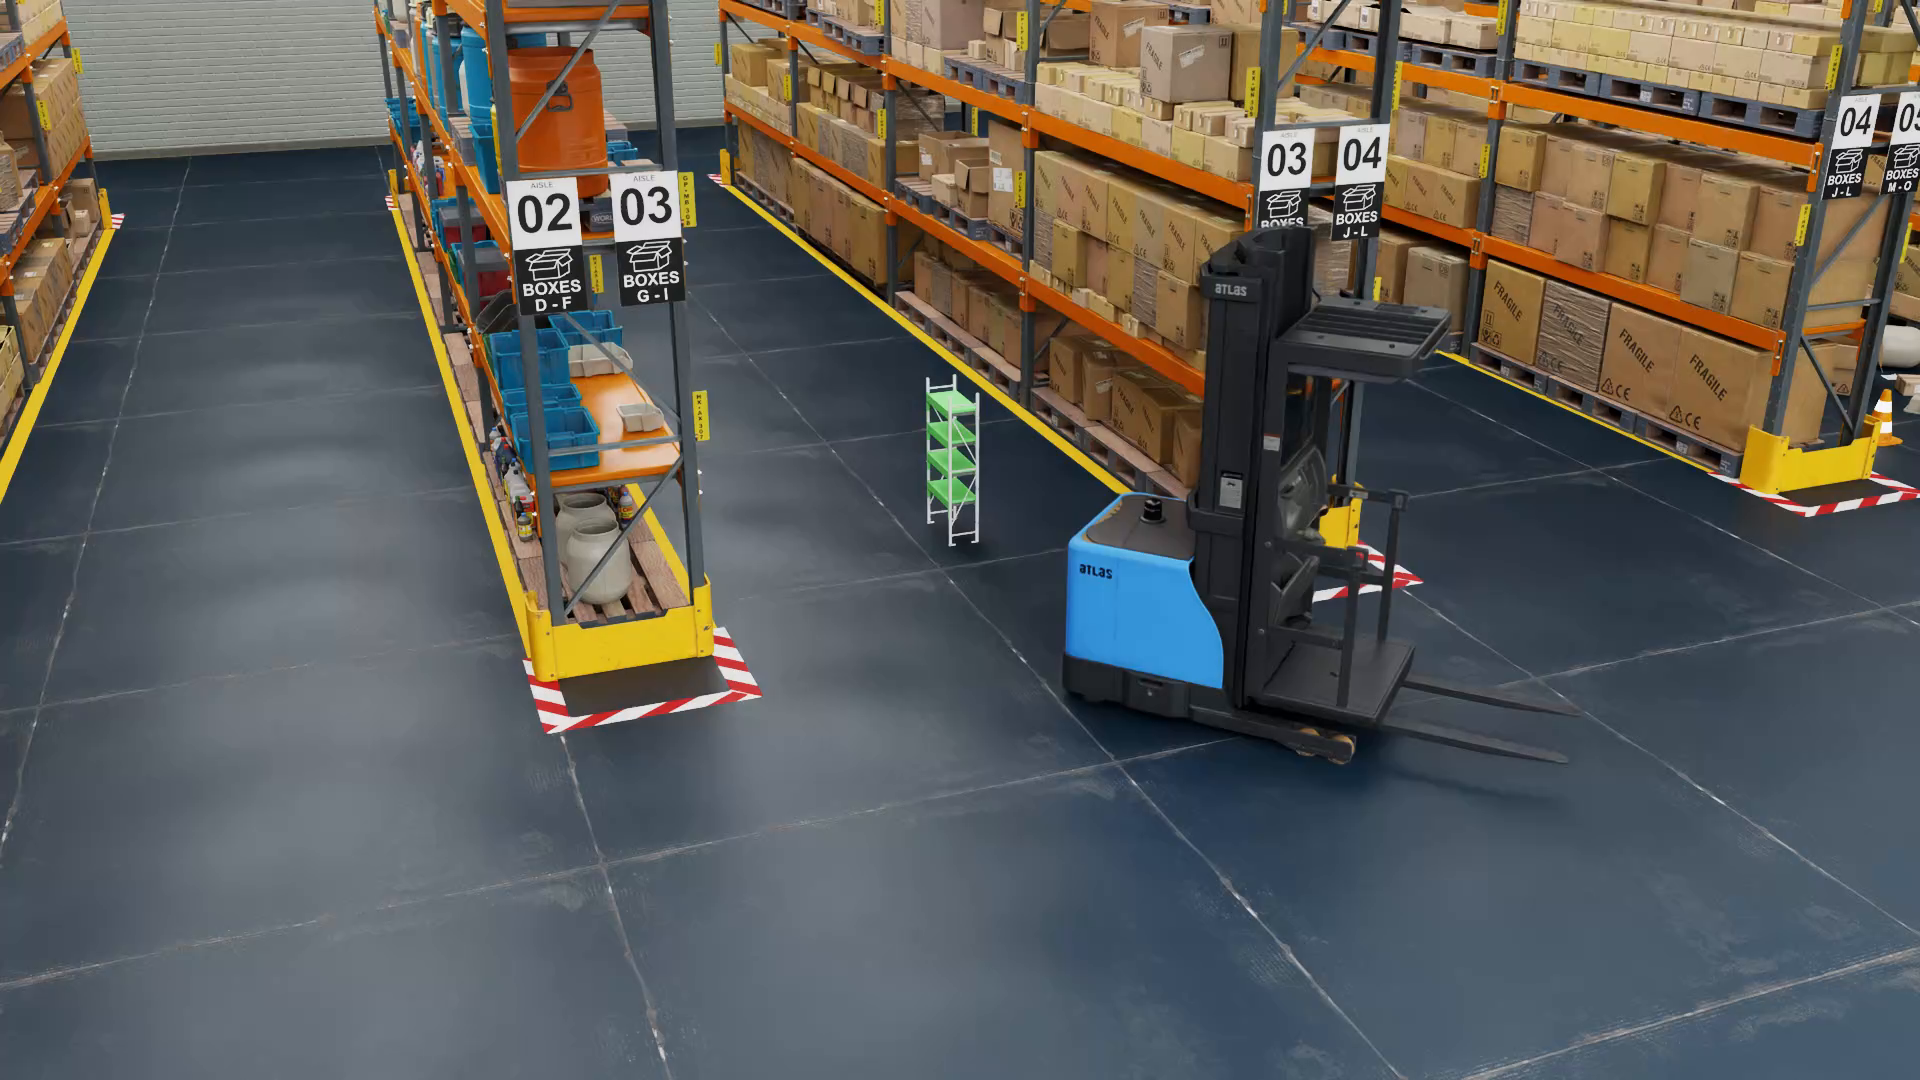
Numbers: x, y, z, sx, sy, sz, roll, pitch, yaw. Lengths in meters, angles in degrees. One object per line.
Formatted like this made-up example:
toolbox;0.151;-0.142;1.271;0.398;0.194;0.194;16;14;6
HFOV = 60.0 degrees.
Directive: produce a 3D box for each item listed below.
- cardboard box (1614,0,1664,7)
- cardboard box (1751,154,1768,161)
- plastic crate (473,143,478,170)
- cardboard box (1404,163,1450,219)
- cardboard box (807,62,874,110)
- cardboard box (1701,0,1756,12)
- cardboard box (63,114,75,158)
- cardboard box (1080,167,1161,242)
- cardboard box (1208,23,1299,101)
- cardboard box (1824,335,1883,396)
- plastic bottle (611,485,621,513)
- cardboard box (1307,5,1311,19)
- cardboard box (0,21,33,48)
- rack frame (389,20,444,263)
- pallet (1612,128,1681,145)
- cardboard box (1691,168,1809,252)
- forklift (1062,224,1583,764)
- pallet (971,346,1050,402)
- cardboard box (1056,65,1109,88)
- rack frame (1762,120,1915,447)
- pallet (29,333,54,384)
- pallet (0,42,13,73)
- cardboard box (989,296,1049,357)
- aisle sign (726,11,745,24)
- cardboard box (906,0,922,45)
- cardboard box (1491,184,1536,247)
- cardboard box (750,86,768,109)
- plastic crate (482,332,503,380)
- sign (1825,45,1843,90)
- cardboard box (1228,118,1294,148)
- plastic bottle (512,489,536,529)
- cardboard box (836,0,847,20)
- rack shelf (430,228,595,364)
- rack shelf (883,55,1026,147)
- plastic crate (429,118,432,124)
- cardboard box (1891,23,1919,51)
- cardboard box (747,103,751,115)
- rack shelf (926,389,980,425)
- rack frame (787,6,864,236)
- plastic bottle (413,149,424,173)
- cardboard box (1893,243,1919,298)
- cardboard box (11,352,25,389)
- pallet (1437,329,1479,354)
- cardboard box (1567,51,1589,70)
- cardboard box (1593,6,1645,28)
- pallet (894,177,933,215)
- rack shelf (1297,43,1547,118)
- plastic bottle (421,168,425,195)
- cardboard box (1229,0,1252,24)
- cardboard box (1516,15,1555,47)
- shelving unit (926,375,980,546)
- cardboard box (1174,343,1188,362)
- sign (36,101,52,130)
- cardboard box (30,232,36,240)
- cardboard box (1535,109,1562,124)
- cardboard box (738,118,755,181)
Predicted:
cardboard box;6.343;-4.960;15.545;0.380;0.149;0.250;-8;24;-19
cardboard box;9.599;-4.581;19.663;0.380;0.149;0.250;-8;24;-19
plastic crate;-3.269;-2.710;11.851;0.336;0.188;0.450;-8;24;-19
cardboard box;5.125;-3.742;17.760;0.500;0.500;0.500;-9;24;-20
cardboard box;-1.530;-5.899;21.588;0.797;0.503;0.637;-9;24;-20
cardboard box;9.486;-6.408;20.220;0.797;0.503;0.637;-8;24;-19
cardboard box;-11.497;-5.085;20.948;0.500;0.500;0.500;-9;24;-20
cardboard box;1.338;-2.797;13.850;0.500;0.500;0.500;-8;24;-19
cardboard box;2.204;-3.634;12.616;0.500;0.500;0.500;-8;24;-19
cardboard box;8.757;-1.762;16.406;0.637;0.503;0.797;12;26;27
plastic bottle;-2.628;-0.354;12.797;0.097;0.271;0.097;0;23;0
cardboard box;4.293;-6.175;19.455;0.380;0.149;0.250;-9;25;-21
cardboard box;-10.973;-5.788;19.075;0.500;0.250;0.500;-8;24;-19
rack frame;-6.397;-4.942;20.738;1.000;3.000;0.127;-8;24;-19
pallet;9.272;-5.196;21.585;1.213;0.211;1.003;-8;24;-19
cardboard box;6.776;-2.800;14.071;0.875;0.550;0.550;-8;24;-19
forklift;2.199;-0.271;9.743;3.031;2.935;1.130;11;25;24
pallet;0.786;-1.713;16.666;1.003;0.211;1.213;-8;24;-19
cardboard box;1.047;-3.964;14.235;0.380;0.149;0.250;-10;25;-22
rack frame;7.151;-1.906;13.533;1.000;3.000;0.127;-8;24;-19
pallet;-9.848;-1.802;16.878;1.003;0.211;1.213;-8;24;-19
pallet;-10.499;-4.937;17.104;1.213;0.211;1.003;-8;24;-19
cardboard box;0.715;-2.168;16.807;0.700;0.500;0.500;-8;24;-19
aisle sign;-3.483;-8.258;25.258;0.394;0.787;0.004;-8;24;-19
cardboard box;-0.250;-5.436;17.275;0.500;0.500;0.500;-8;24;-19
cardboard box;5.880;-3.296;16.638;0.875;0.550;0.550;-8;24;-19
cardboard box;-2.707;-6.372;23.940;0.500;0.250;0.500;-9;24;-20
plastic crate;-3.356;-1.406;12.620;0.450;0.188;0.662;-8;24;-19
sign;6.639;-3.590;12.629;0.100;0.325;0.005;-8;24;-19
cardboard box;2.085;-2.817;11.512;0.380;0.149;0.250;-8;24;-19
plastic bottle;-3.281;-0.232;12.503;0.152;0.276;0.135;-8;24;-19
cardboard box;-1.092;-6.531;19.972;0.797;0.503;0.637;-9;24;-20
rack shelf;-4.278;-2.431;15.705;1.077;0.370;4.000;-8;24;-19
rack shelf;0.356;-4.493;16.735;1.077;0.370;4.000;-8;24;-19
plastic crate;-7.264;-5.923;23.327;0.396;0.136;0.243;-8;24;-19
cardboard box;10.233;-5.328;17.600;0.500;0.250;0.500;-9;24;-20
cardboard box;-2.904;-6.319;24.326;0.380;0.149;0.250;-9;24;-20
rack shelf;-0.058;-0.996;12.622;0.258;0.148;0.480;-8;24;-19
rack frame;-1.764;-5.622;22.350;1.000;3.000;0.127;-8;24;-19
plastic bottle;-6.461;-4.532;19.923;0.152;0.276;0.135;-8;24;-19
cardboard box;10.489;-2.903;17.932;0.500;0.500;0.500;-7;24;-17
cardboard box;-9.206;-1.580;15.759;0.500;0.250;0.500;-8;24;-18
pallet;5.395;-2.344;18.163;1.003;0.211;1.213;-8;24;-19
cardboard box;5.817;-4.410;15.268;0.380;0.149;0.250;-9;24;-20
cardboard box;5.911;-4.683;14.889;0.380;0.149;0.250;-8;24;-18
pallet;0.001;-3.836;18.359;1.213;0.211;1.003;-8;24;-19
rack shelf;5.032;-5.136;18.262;1.077;0.370;4.000;-8;24;-19
plastic bottle;-6.043;-4.055;18.782;0.061;0.283;0.133;-8;24;-19
cardboard box;3.697;-6.593;20.664;0.500;0.500;0.500;-8;24;-19
cardboard box;5.649;-4.833;15.756;0.500;0.250;0.500;-8;24;-19
shelving unit;-0.058;-0.613;12.783;0.258;1.200;0.503;-8;24;-19
cardboard box;1.883;-1.489;12.868;0.380;0.149;0.250;-8;24;-19
sign;-10.515;-4.875;19.088;0.100;0.325;0.005;-8;24;-19
cardboard box;-11.764;-3.668;20.611;0.500;0.311;0.500;-8;24;-19
cardboard box;8.304;-5.791;22.944;0.500;0.250;0.500;-8;24;-18
cardboard box;-2.876;-6.068;25.604;0.875;0.875;0.875;-8;24;-19
